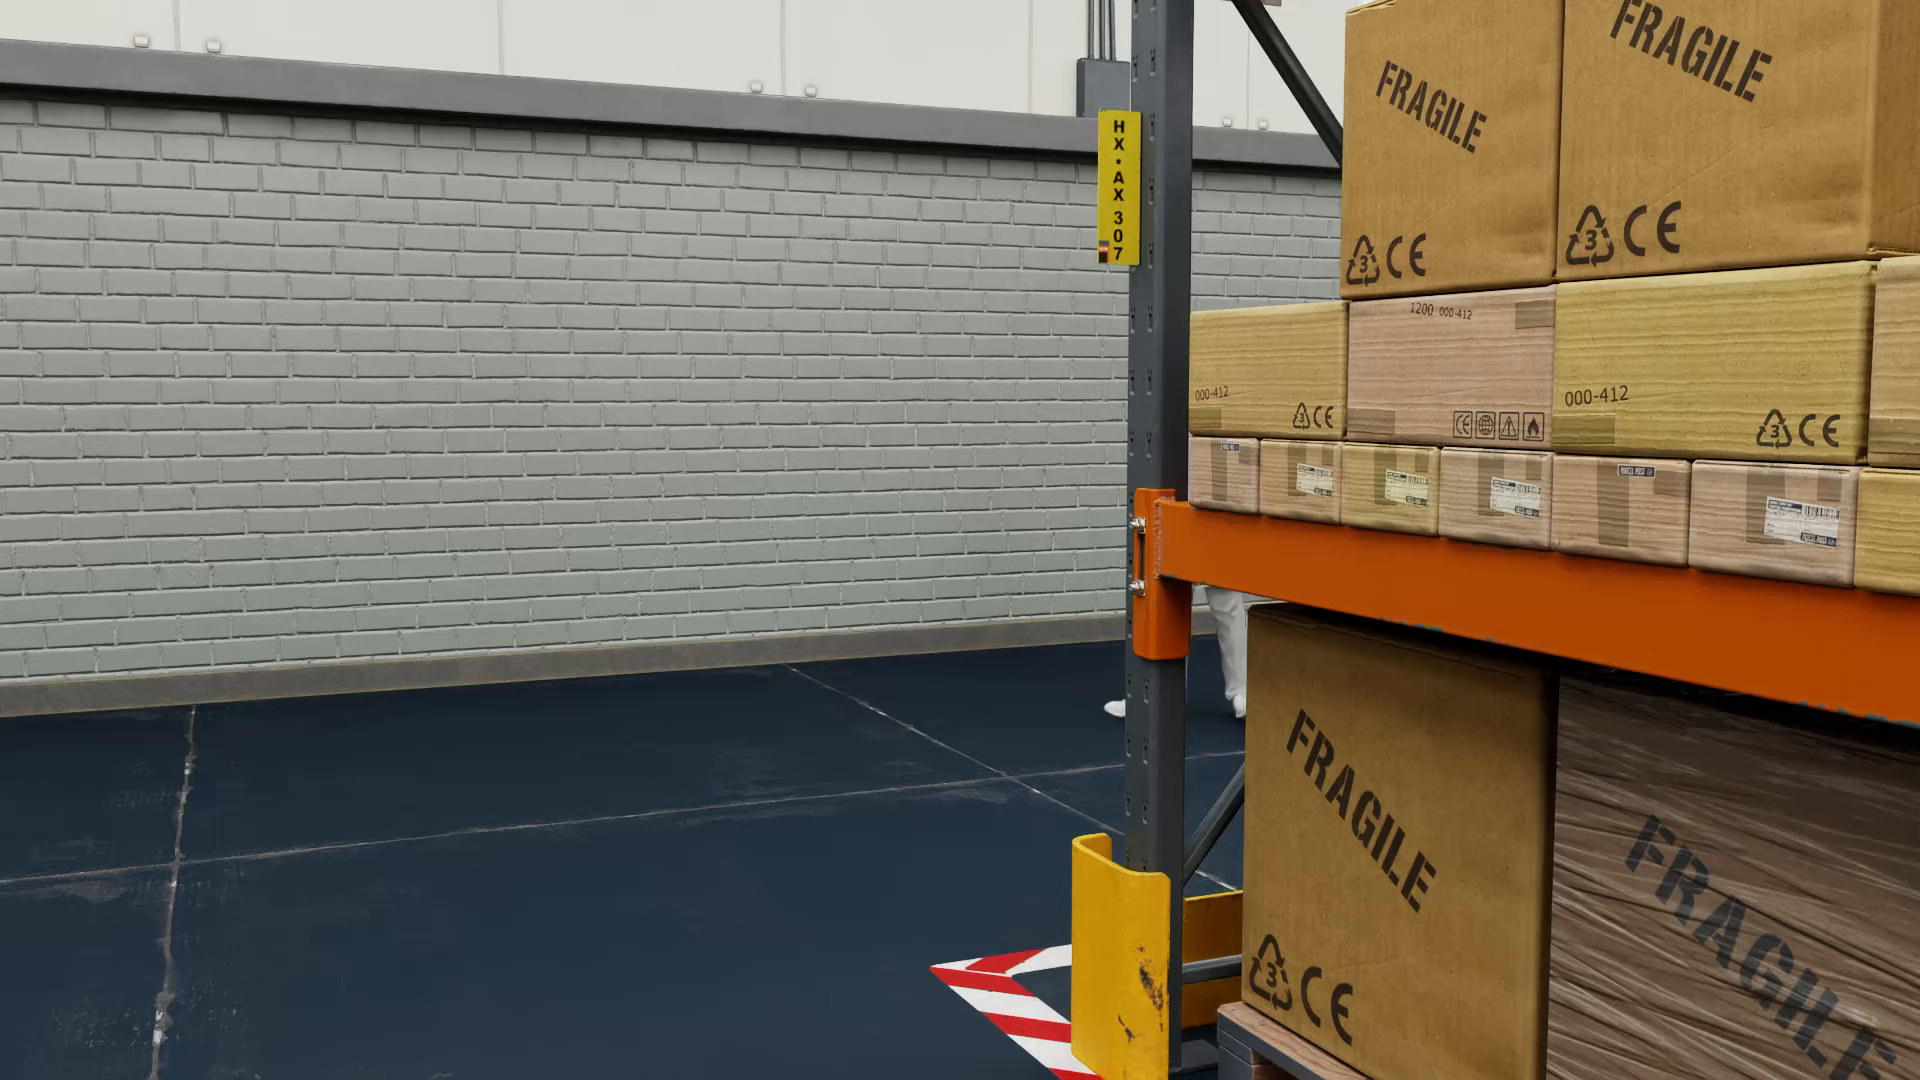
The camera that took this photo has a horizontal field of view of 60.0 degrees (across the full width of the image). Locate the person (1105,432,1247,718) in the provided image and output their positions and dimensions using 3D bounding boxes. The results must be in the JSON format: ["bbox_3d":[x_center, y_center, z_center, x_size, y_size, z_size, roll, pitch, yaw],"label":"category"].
[{"bbox_3d":[1.067,-0.046,7.673,0.688,1.778,0.645,-4,6,-36],"label":"person"}]
